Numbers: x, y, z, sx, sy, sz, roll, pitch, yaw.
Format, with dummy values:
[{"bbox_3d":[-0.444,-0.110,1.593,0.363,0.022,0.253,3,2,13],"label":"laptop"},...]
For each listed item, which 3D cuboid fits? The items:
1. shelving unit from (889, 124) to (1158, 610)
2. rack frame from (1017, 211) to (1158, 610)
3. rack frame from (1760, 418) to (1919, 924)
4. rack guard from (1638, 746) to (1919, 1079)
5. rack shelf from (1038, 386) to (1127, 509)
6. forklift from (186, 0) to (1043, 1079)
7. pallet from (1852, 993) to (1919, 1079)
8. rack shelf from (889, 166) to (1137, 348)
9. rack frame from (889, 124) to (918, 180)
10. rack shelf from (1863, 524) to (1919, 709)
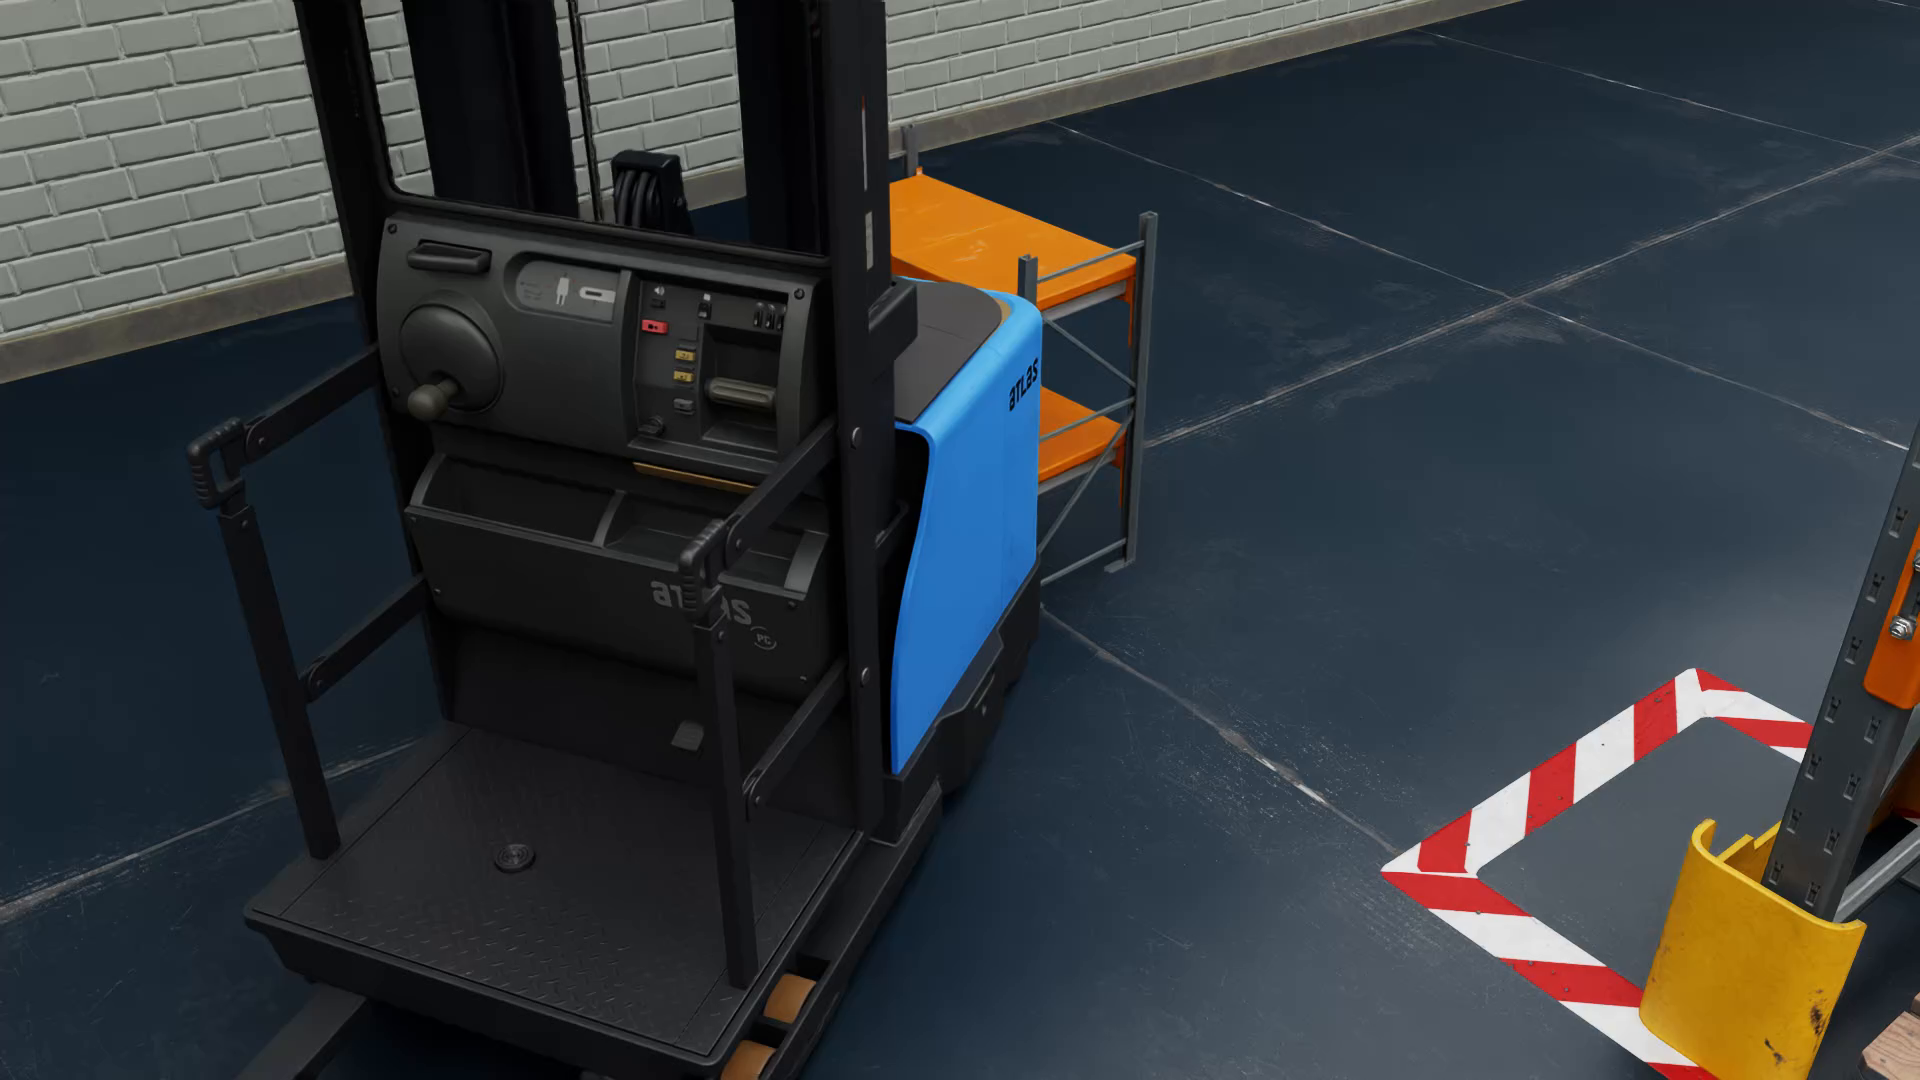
[{"bbox_3d":[0.009,-0.535,5.045,0.538,1.125,1.048,-25,40,-34],"label":"shelving unit"},{"bbox_3d":[0.346,-0.334,4.722,0.500,1.125,0.032,-25,40,-34],"label":"rack frame"},{"bbox_3d":[2.032,-0.359,2.984,1.000,3.000,0.127,-22,38,-31],"label":"rack frame"},{"bbox_3d":[2.007,0.698,3.653,1.175,0.500,0.348,-22,38,-31],"label":"rack guard"},{"bbox_3d":[0.009,-0.327,5.174,0.538,0.278,1.000,-25,40,-34],"label":"rack shelf"},{"bbox_3d":[-0.782,-0.318,2.984,1.130,2.935,3.031,12,34,18],"label":"forklift"},{"bbox_3d":[2.507,1.182,3.146,1.003,0.211,1.213,-22,38,-31],"label":"pallet"},{"bbox_3d":[0.009,-0.783,4.890,0.538,0.278,1.000,-25,40,-34],"label":"rack shelf"},{"bbox_3d":[-0.329,-0.735,5.367,0.500,1.125,0.032,-25,40,-34],"label":"rack frame"},{"bbox_3d":[3.259,0.781,1.832,1.077,0.370,4.000,-22,38,-31],"label":"rack shelf"}]
